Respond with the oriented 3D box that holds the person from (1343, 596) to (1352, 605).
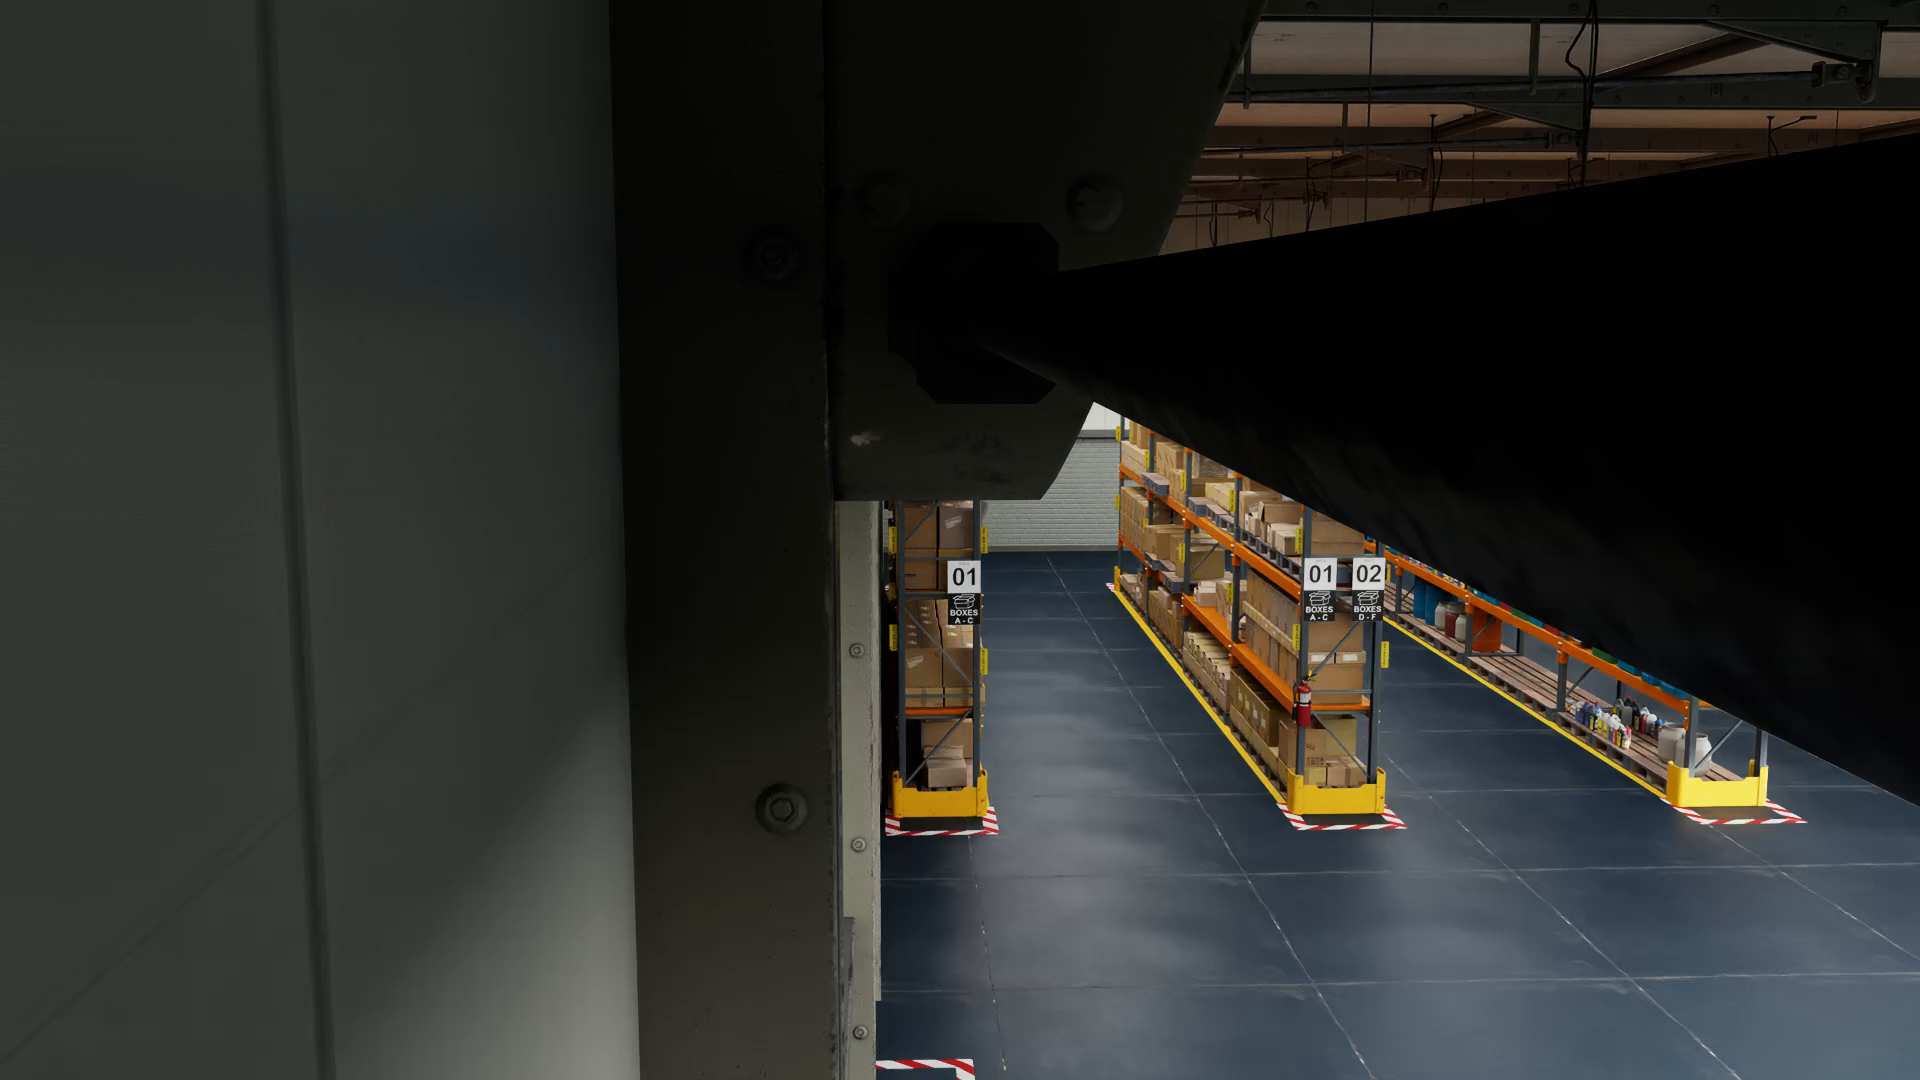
[{"bbox_3d":[7.918,0.601,34.102,0.365,1.678,0.487,-2,8,-11],"label":"person"}]
